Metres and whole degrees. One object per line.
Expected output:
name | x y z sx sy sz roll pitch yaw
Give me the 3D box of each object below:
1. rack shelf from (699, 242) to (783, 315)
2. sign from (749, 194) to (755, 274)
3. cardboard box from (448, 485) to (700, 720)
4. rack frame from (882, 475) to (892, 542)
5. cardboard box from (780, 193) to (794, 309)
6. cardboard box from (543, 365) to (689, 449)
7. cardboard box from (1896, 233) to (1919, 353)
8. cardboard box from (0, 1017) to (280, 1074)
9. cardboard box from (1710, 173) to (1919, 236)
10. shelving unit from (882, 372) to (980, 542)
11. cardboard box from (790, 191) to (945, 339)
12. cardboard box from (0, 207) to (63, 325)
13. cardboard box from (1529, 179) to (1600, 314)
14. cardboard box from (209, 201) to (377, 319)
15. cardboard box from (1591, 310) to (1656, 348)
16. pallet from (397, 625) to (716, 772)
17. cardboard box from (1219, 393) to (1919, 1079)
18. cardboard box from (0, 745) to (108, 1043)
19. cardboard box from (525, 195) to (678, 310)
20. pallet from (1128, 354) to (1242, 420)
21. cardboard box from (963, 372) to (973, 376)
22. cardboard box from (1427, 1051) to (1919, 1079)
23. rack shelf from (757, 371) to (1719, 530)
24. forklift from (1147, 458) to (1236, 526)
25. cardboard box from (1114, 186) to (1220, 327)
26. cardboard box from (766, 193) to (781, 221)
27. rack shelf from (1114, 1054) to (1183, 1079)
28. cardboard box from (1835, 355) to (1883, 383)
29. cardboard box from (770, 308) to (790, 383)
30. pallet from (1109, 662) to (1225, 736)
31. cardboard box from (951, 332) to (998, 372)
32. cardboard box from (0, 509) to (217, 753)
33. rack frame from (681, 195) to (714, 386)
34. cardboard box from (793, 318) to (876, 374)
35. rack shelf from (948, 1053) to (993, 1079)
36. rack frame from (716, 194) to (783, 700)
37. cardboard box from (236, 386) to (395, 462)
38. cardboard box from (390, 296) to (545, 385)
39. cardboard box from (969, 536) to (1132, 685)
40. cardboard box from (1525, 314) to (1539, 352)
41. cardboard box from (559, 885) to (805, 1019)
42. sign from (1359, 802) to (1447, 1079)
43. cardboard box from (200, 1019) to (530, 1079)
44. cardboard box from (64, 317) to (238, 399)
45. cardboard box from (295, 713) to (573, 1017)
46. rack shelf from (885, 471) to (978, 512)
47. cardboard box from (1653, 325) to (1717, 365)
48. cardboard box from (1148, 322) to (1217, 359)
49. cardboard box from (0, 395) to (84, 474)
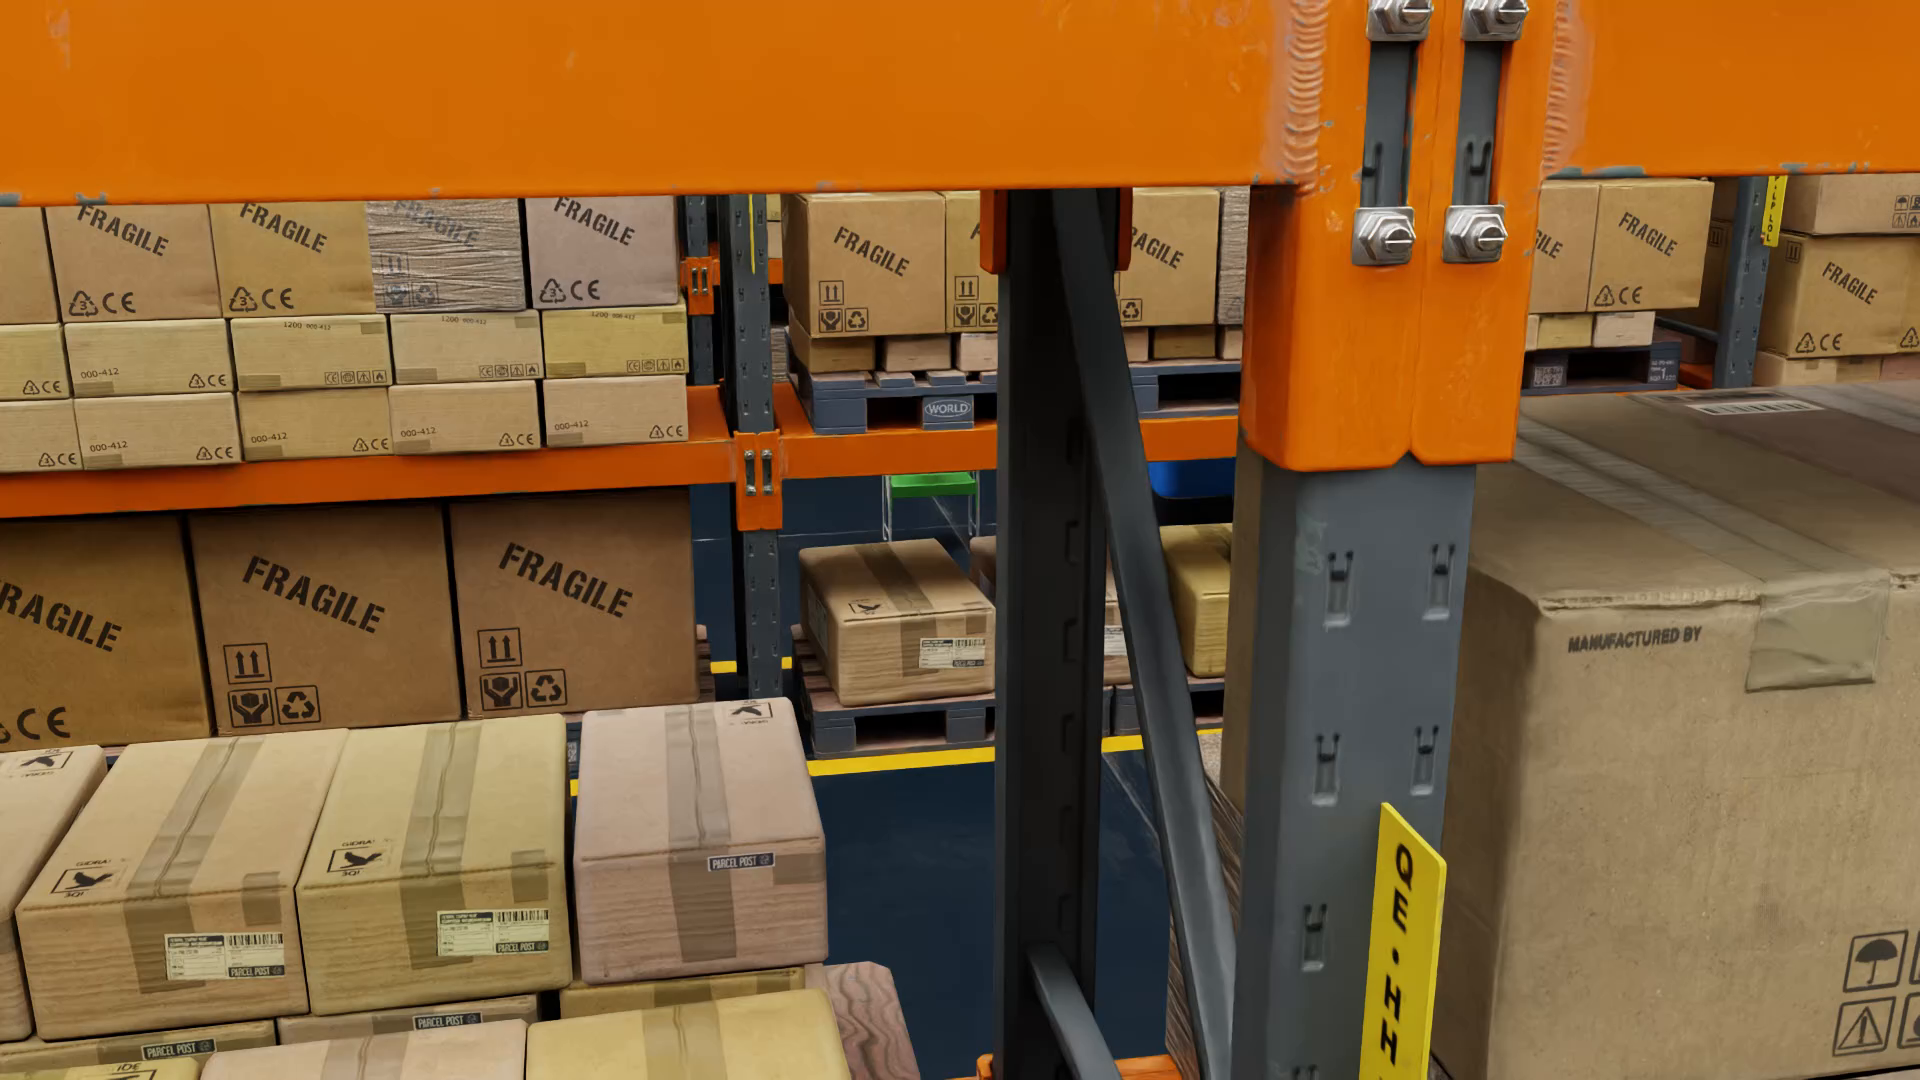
rack shelf | 0.181 -1.903 11.624 4.000 0.370 1.077 -3 17 -10
sign | -0.728 -1.098 5.807 0.005 0.325 0.100 -3 17 -10
cardboard box | -1.531 0.125 6.701 0.875 0.875 0.875 -3 17 -11
rack frame | -0.402 -0.551 9.061 0.015 1.200 0.240 -3 17 -10
cardboard box | -0.443 -1.201 6.721 0.500 0.500 0.500 -4 17 -12
cardboard box | -1.284 -0.530 6.184 0.500 0.250 0.500 -4 17 -12
cardboard box | 4.064 -1.096 7.096 0.500 0.500 0.500 -3 17 -11
cardboard box | -0.839 0.494 1.800 0.250 0.149 0.380 -4 17 -12
cardboard box | 3.563 -1.558 6.894 0.500 0.500 0.700 -3 17 -11
shelving unit | -0.163 -0.564 9.106 0.503 1.200 0.258 -3 17 -10
cardboard box | -0.351 -1.054 6.242 0.500 0.500 0.500 -4 17 -12
cardboard box | -3.291 -1.013 5.628 0.500 0.500 0.500 -4 17 -12
cardboard box | 2.194 -1.198 6.713 0.500 0.500 0.500 -3 17 -10
cardboard box | -2.286 -1.070 5.812 0.500 0.500 0.500 -3 17 -10
cardboard box | 2.638 -0.900 6.846 0.250 0.149 0.380 -3 17 -10
pallet | -1.625 0.650 6.835 1.213 0.211 1.003 -3 17 -10
cardboard box | 0.644 0.169 1.781 0.500 0.500 0.700 -3 17 -11
cardboard box | -1.054 0.364 1.717 0.250 0.149 0.380 -4 18 -13
cardboard box | -1.295 -1.126 5.997 0.500 0.500 0.500 -4 17 -12
pallet | 1.099 -0.735 6.923 1.213 0.211 1.003 -3 17 -10
cardboard box | 0.134 -1.308 11.791 0.625 0.625 0.875 -4 18 -13
cardboard box | 0.693 0.722 1.683 0.500 0.500 0.500 -3 17 -10
rack shelf | 1.127 -0.472 6.966 4.000 0.370 1.077 -3 17 -10
forklift | 2.449 -1.572 9.437 3.031 2.935 1.130 -4 18 -13
cardboard box | 0.679 -1.116 6.446 0.500 0.500 0.500 -3 17 -10
cardboard box | -1.296 -2.250 10.932 0.500 0.250 0.500 -3 17 -11
rack shelf | 2.165 0.949 2.338 4.000 0.370 1.077 -3 17 -10
cardboard box | 3.699 -0.762 7.111 0.250 0.149 0.380 -3 17 -9
cardboard box | -1.167 -1.232 11.543 0.625 0.625 0.875 -3 17 -9
pallet | 1.126 0.518 7.265 1.213 0.211 1.003 -3 17 -10
cardboard box | 0.079 -0.758 6.383 0.250 0.149 0.380 -4 18 -14
cardboard box | -3.285 0.223 6.381 0.875 0.875 0.875 -3 17 -9
rack frame | -1.782 -2.136 11.156 0.127 3.000 1.000 -3 17 -10
cardboard box | -0.483 -0.750 6.357 0.250 0.149 0.380 -4 18 -14
rack shelf | -1.762 1.172 1.613 4.000 0.370 1.077 -3 17 -10
rack frame | -0.837 -0.705 6.498 0.127 3.000 1.000 -3 17 -10
cardboard box | -2.280 -0.474 6.001 0.500 0.250 0.500 -3 17 -11
cardboard box | -1.767 -0.742 6.024 0.500 0.250 0.500 -4 17 -12
cardboard box | 0.443 0.279 7.056 0.625 0.372 0.950 -4 17 -12
cardboard box | 2.129 -0.866 6.734 0.250 0.149 0.380 -4 17 -11
cardboard box | -0.311 0.463 1.902 0.250 0.149 0.380 -2 17 -8
sign | 0.313 0.357 1.204 0.005 0.325 0.100 -3 17 -10
cardboard box | -0.440 0.524 1.195 0.250 0.149 0.380 -3 17 -11
cardboard box | -2.776 -0.679 5.817 0.500 0.250 0.500 -4 17 -12
cardboard box | -0.553 0.337 1.805 0.250 0.149 0.380 -4 17 -12
rack shelf | -0.163 -0.274 9.195 0.480 0.148 0.258 -3 17 -10
cardboard box | 3.348 -0.913 7.604 0.250 0.149 0.380 -3 17 -11
cardboard box | 0.844 -0.830 6.619 0.250 0.149 0.380 -3 17 -8
cardboard box | -3.268 -0.412 5.800 0.500 0.250 0.500 -3 17 -11
